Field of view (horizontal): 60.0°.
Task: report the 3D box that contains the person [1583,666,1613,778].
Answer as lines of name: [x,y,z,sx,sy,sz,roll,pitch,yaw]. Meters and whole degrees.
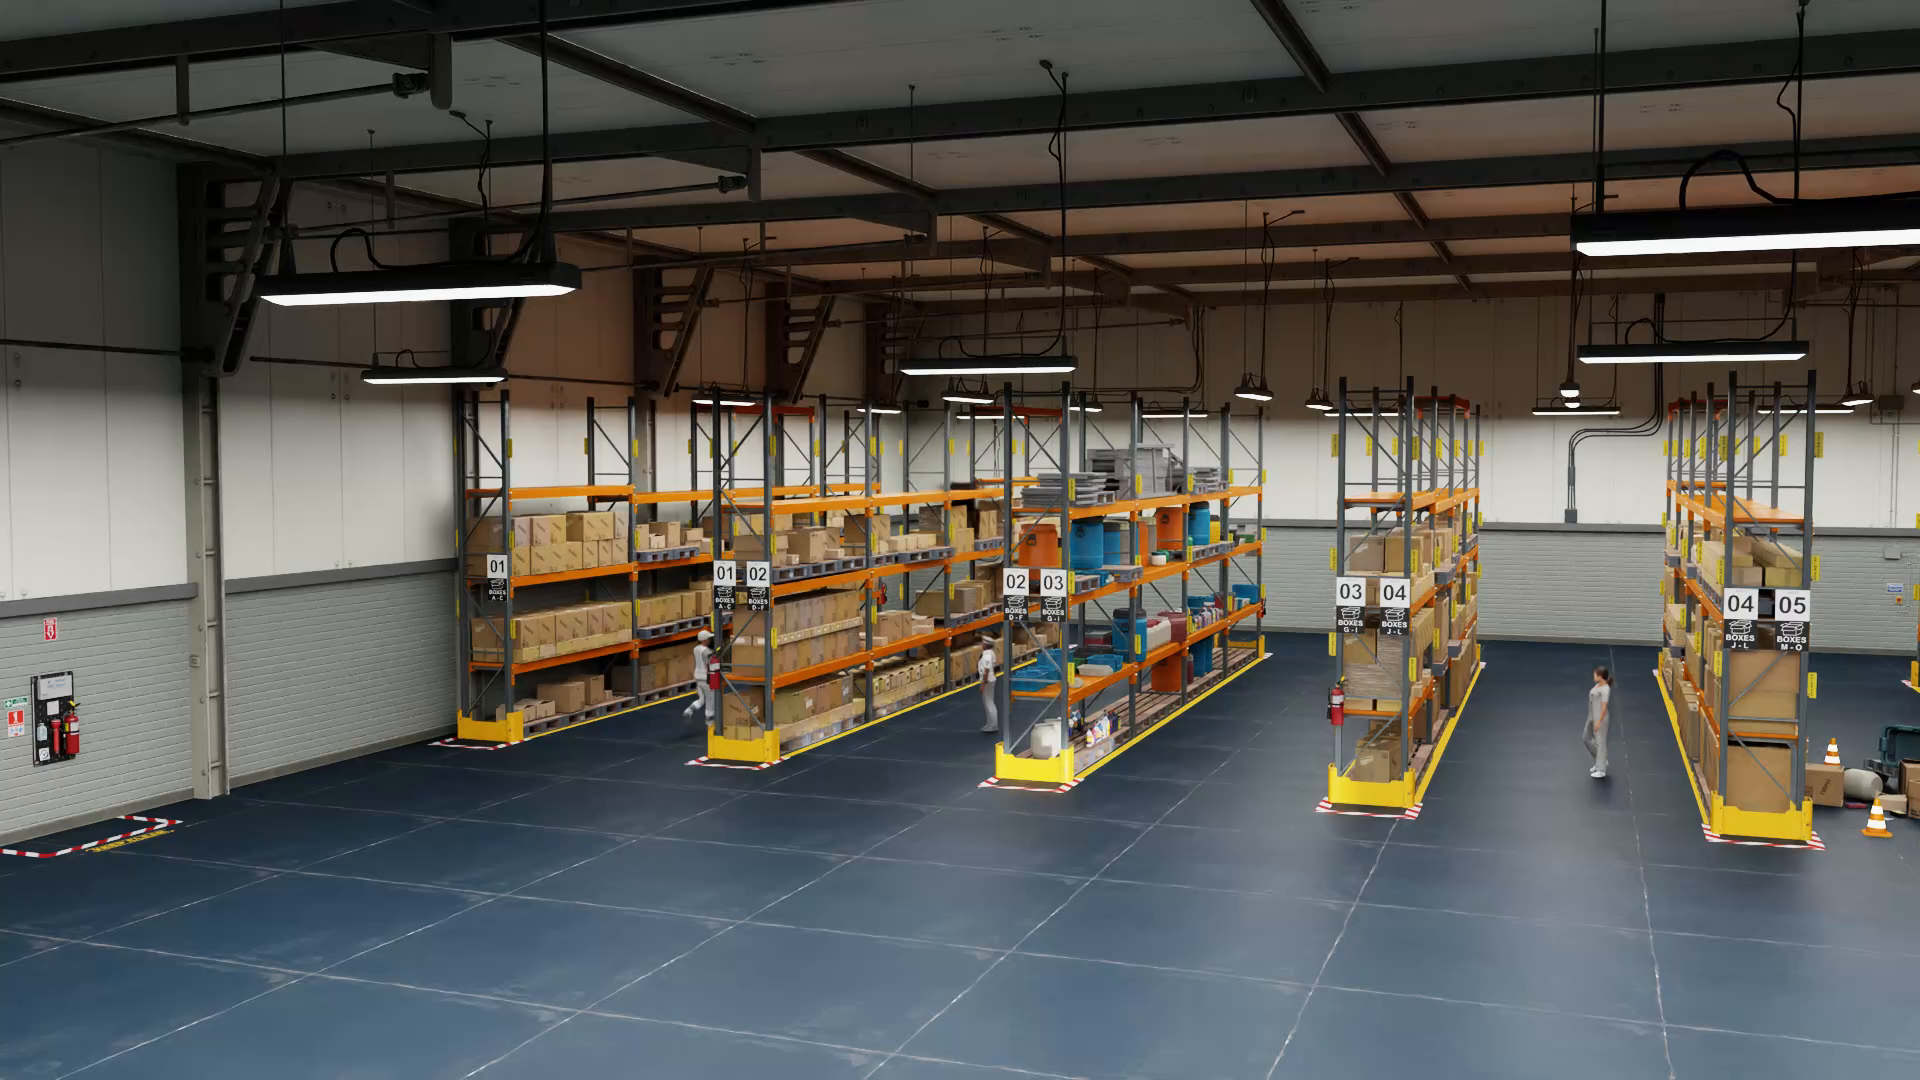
person: [9.776,2.760,25.425,0.426,1.682,0.536,0,3,-3]

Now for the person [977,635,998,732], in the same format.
person: [0.490,2.547,29.439,0.384,1.711,0.504,0,3,3]

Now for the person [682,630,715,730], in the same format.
person: [-4.562,2.482,29.455,0.707,1.779,0.555,-2,4,-37]
